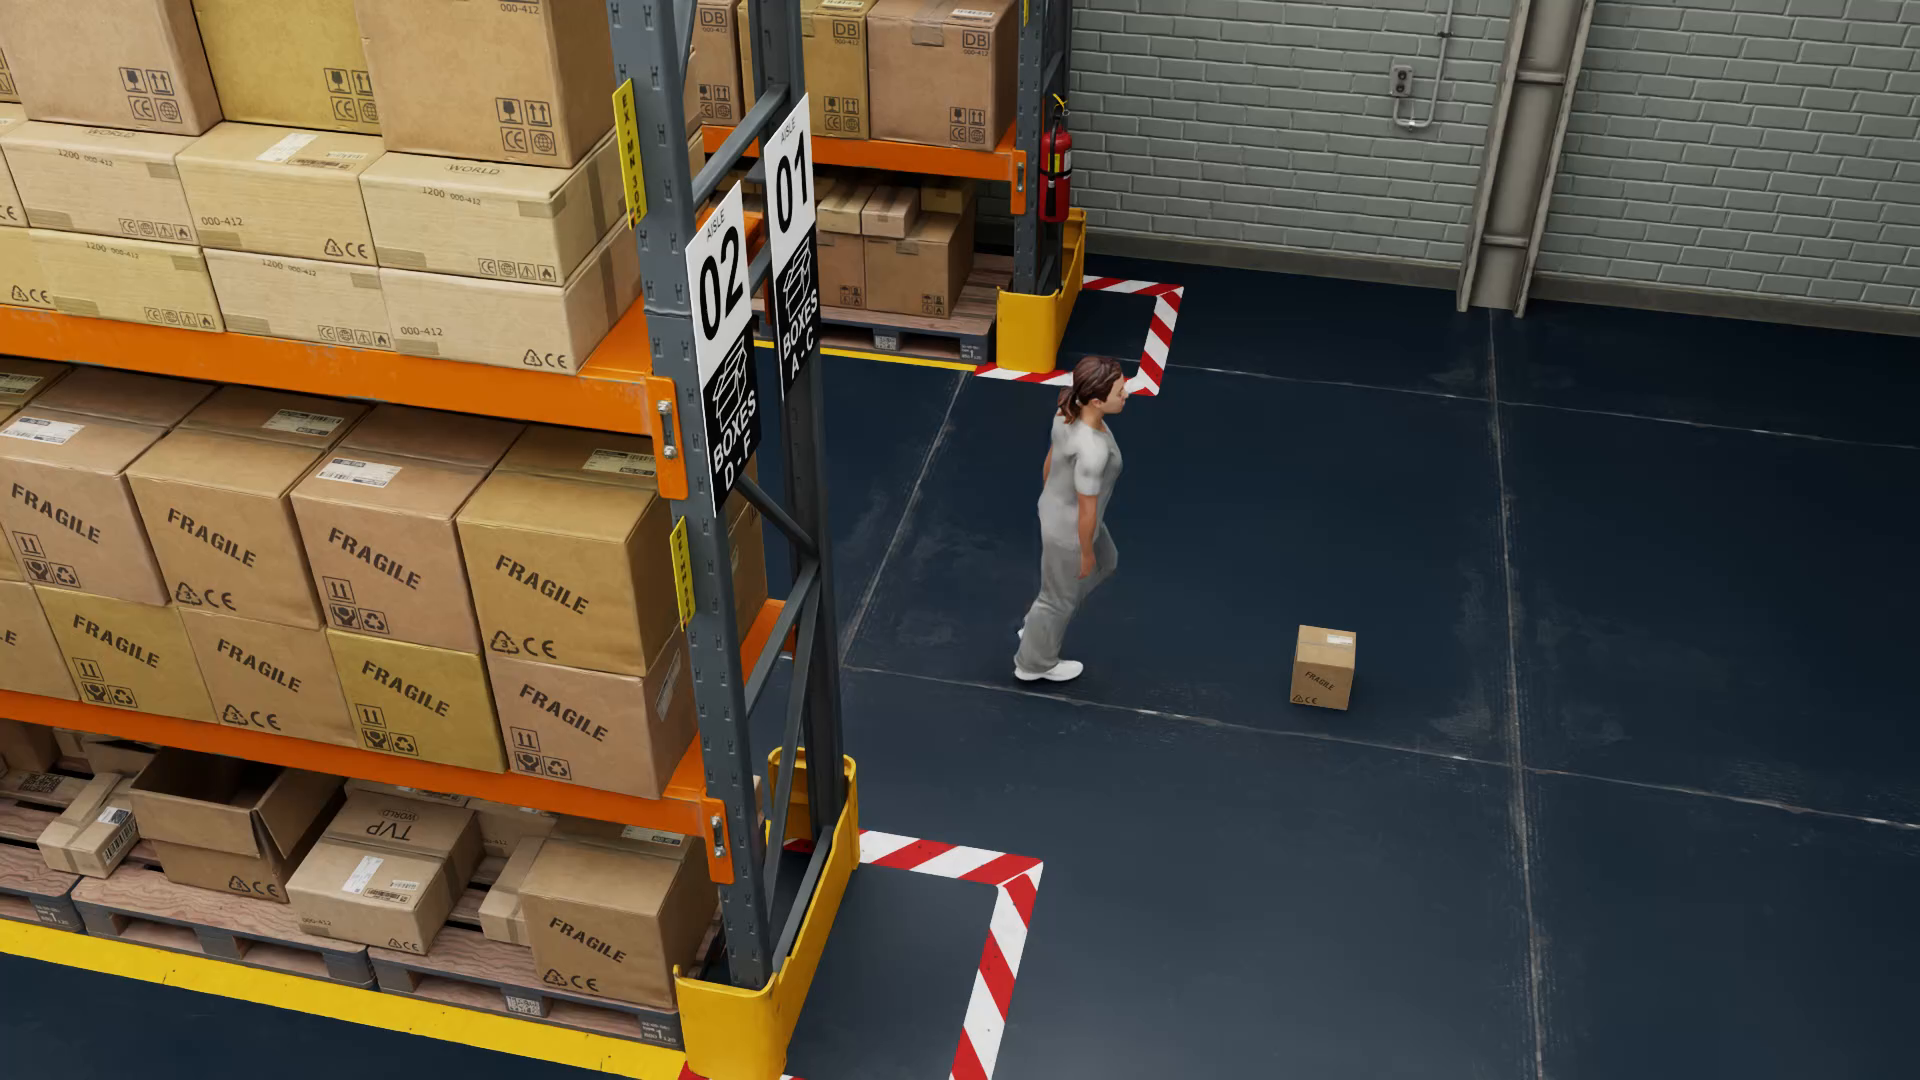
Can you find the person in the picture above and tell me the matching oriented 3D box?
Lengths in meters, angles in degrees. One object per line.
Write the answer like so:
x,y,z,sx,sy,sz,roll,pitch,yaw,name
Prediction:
0.478,-0.058,7.021,0.470,1.657,0.483,-4,37,-5,person
